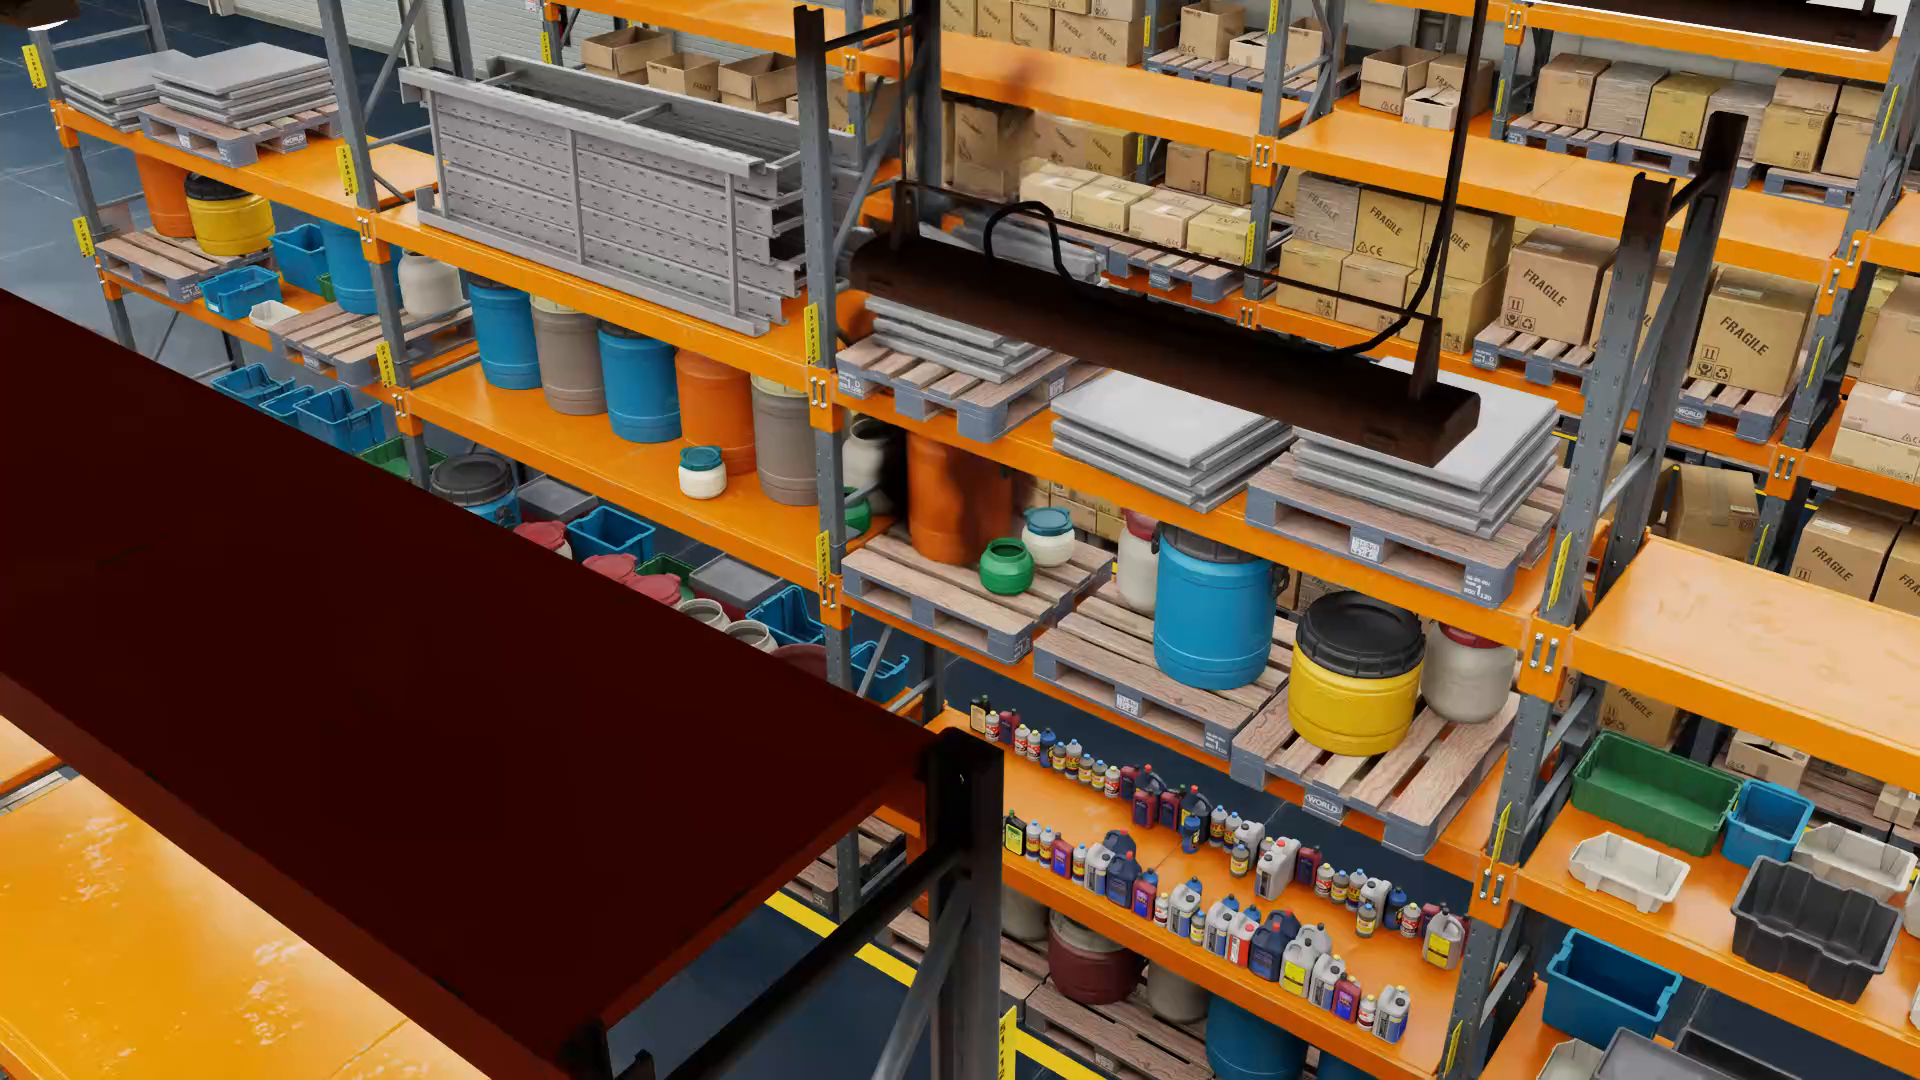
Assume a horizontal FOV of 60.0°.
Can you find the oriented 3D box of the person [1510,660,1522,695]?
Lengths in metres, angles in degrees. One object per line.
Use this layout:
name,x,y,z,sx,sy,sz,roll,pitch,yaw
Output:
person,3.550,1.600,11.207,0.637,1.527,0.710,13,34,20
